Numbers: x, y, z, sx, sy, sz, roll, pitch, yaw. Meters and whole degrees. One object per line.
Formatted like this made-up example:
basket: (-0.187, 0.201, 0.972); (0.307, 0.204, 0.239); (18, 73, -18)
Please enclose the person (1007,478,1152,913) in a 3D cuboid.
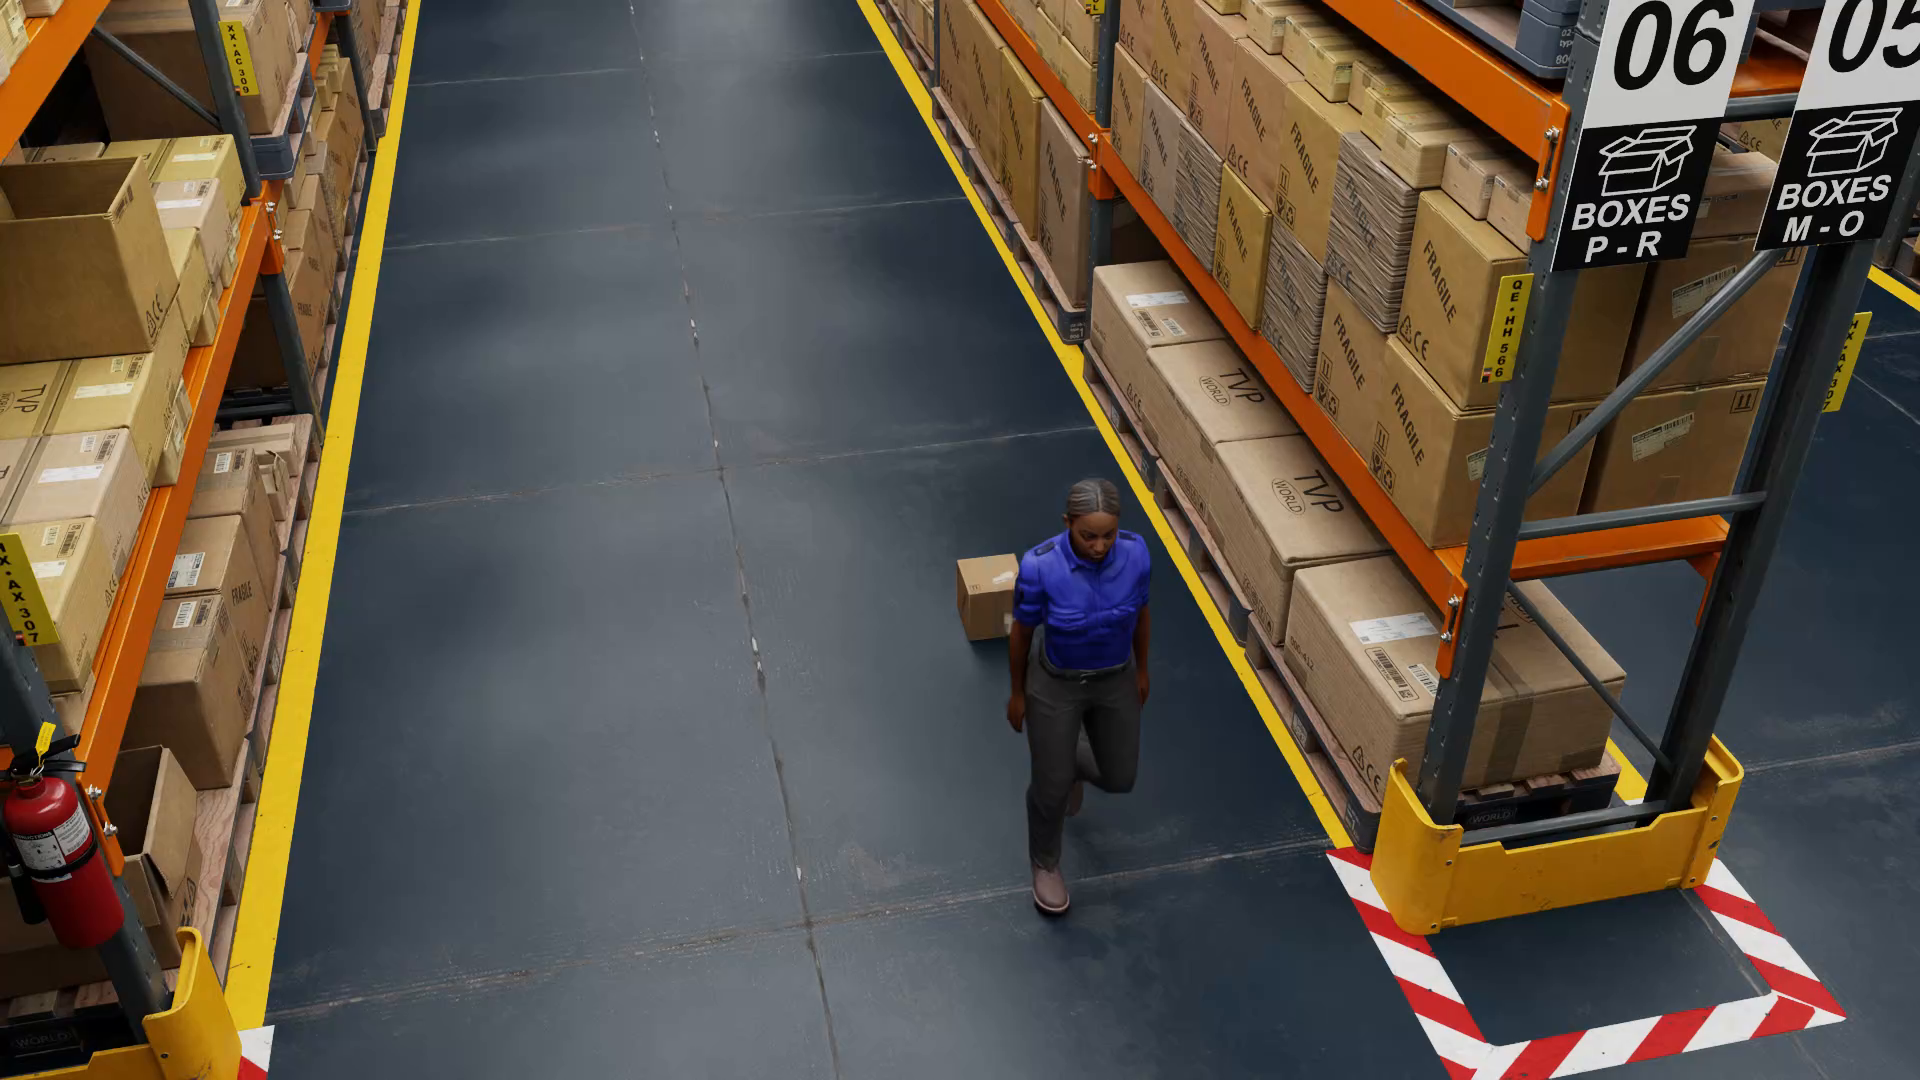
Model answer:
person: (0.387, 0.435, 5.476); (0.496, 1.645, 0.580); (-8, 35, -11)
